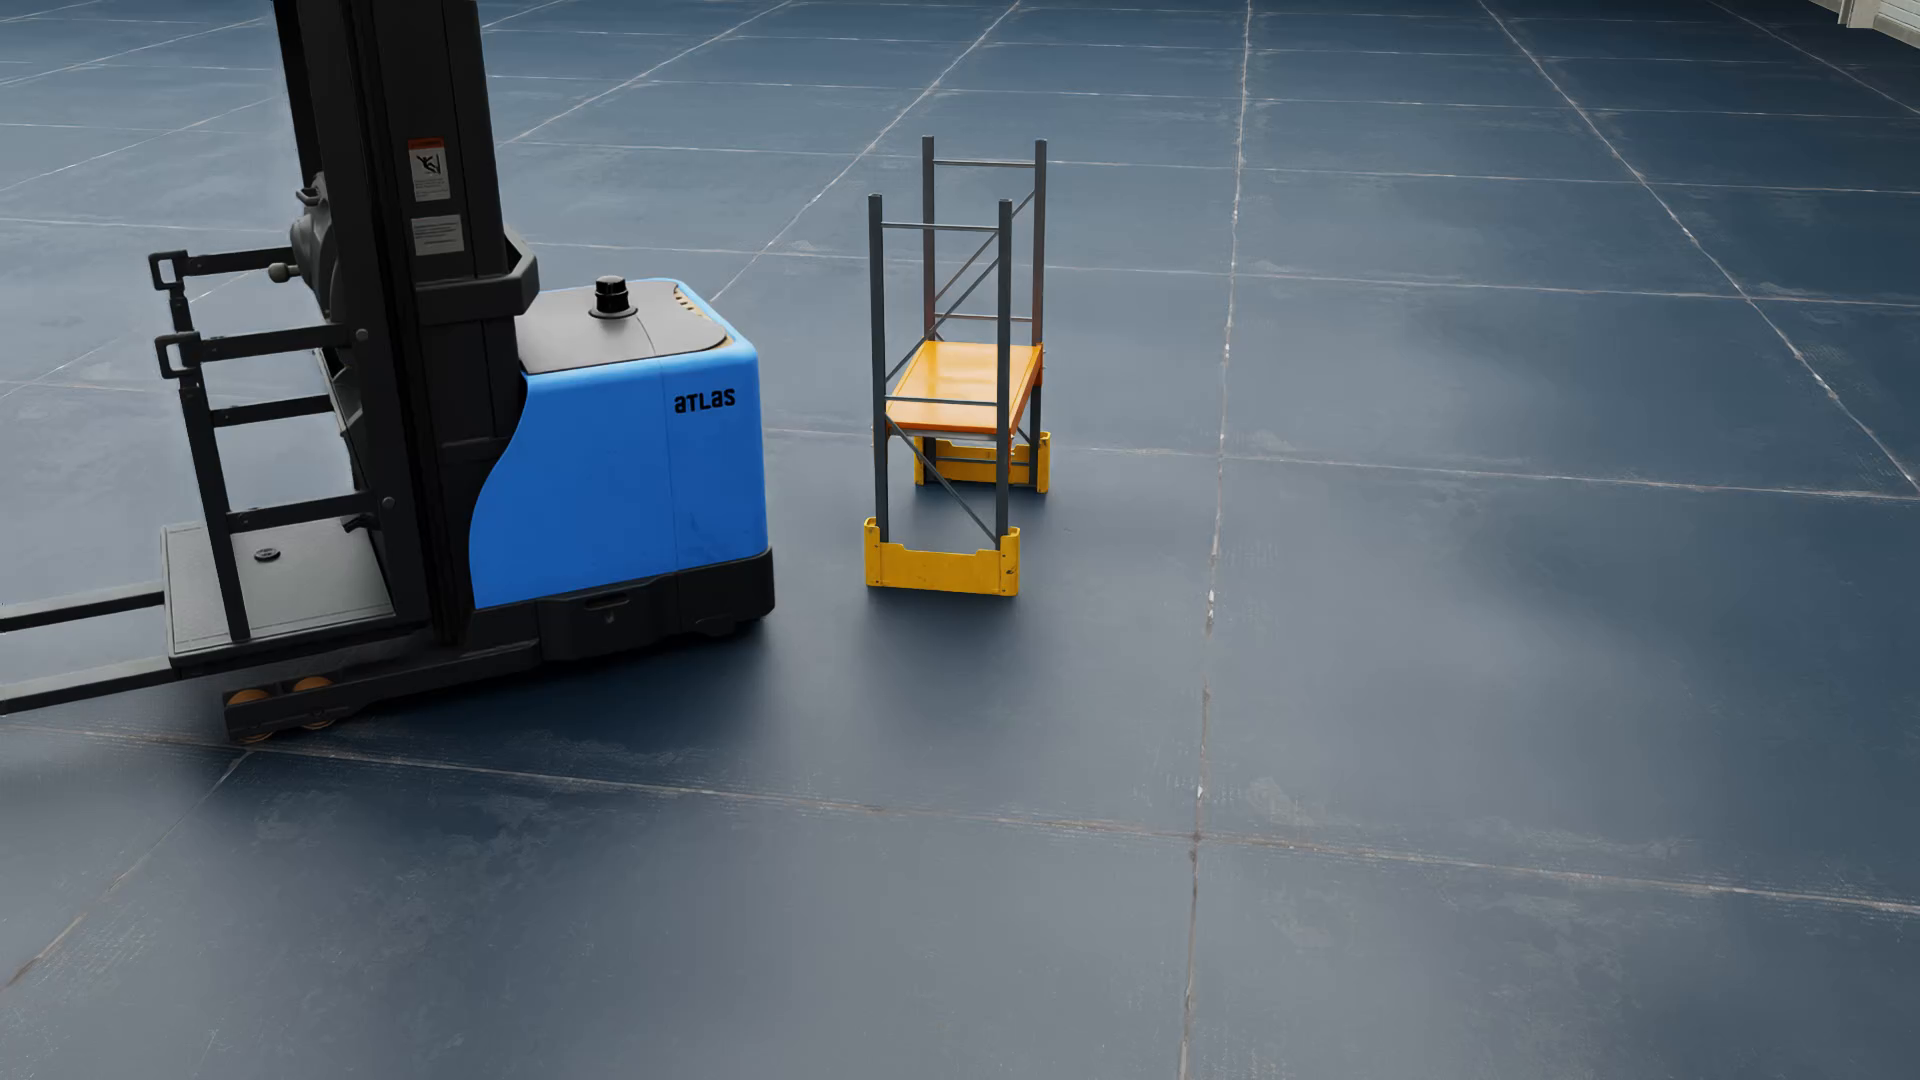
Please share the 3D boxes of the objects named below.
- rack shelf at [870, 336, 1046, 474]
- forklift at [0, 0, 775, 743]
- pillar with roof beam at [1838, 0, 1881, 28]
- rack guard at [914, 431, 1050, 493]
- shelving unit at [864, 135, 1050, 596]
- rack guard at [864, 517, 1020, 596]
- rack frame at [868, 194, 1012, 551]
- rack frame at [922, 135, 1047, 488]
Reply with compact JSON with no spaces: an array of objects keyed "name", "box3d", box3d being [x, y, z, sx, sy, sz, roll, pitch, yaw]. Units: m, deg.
[{"name":"rack shelf","box3d":[0.014,-0.552,6.585,0.538,0.185,1.000,4,25,9]},{"name":"forklift","box3d":[-2.234,-0.931,5.281,3.031,2.935,1.130,-11,27,-22]},{"name":"pillar with roof beam","box3d":[6.478,-10.528,18.628,9.100,9.000,0.400,4,25,9]},{"name":"rack guard","box3d":[0.094,-0.353,7.210,0.587,0.250,0.087,4,25,9]},{"name":"shelving unit","box3d":[0.012,-0.711,6.500,0.587,1.500,1.083,4,25,9]},{"name":"rack guard","box3d":[-0.069,0.063,6.320,0.587,0.250,0.087,4,25,9]},{"name":"rack frame","box3d":[-0.069,-0.502,6.054,0.500,1.500,0.032,4,25,9]},{"name":"rack frame","box3d":[0.097,-0.928,6.962,0.500,1.500,0.032,4,25,9]}]
